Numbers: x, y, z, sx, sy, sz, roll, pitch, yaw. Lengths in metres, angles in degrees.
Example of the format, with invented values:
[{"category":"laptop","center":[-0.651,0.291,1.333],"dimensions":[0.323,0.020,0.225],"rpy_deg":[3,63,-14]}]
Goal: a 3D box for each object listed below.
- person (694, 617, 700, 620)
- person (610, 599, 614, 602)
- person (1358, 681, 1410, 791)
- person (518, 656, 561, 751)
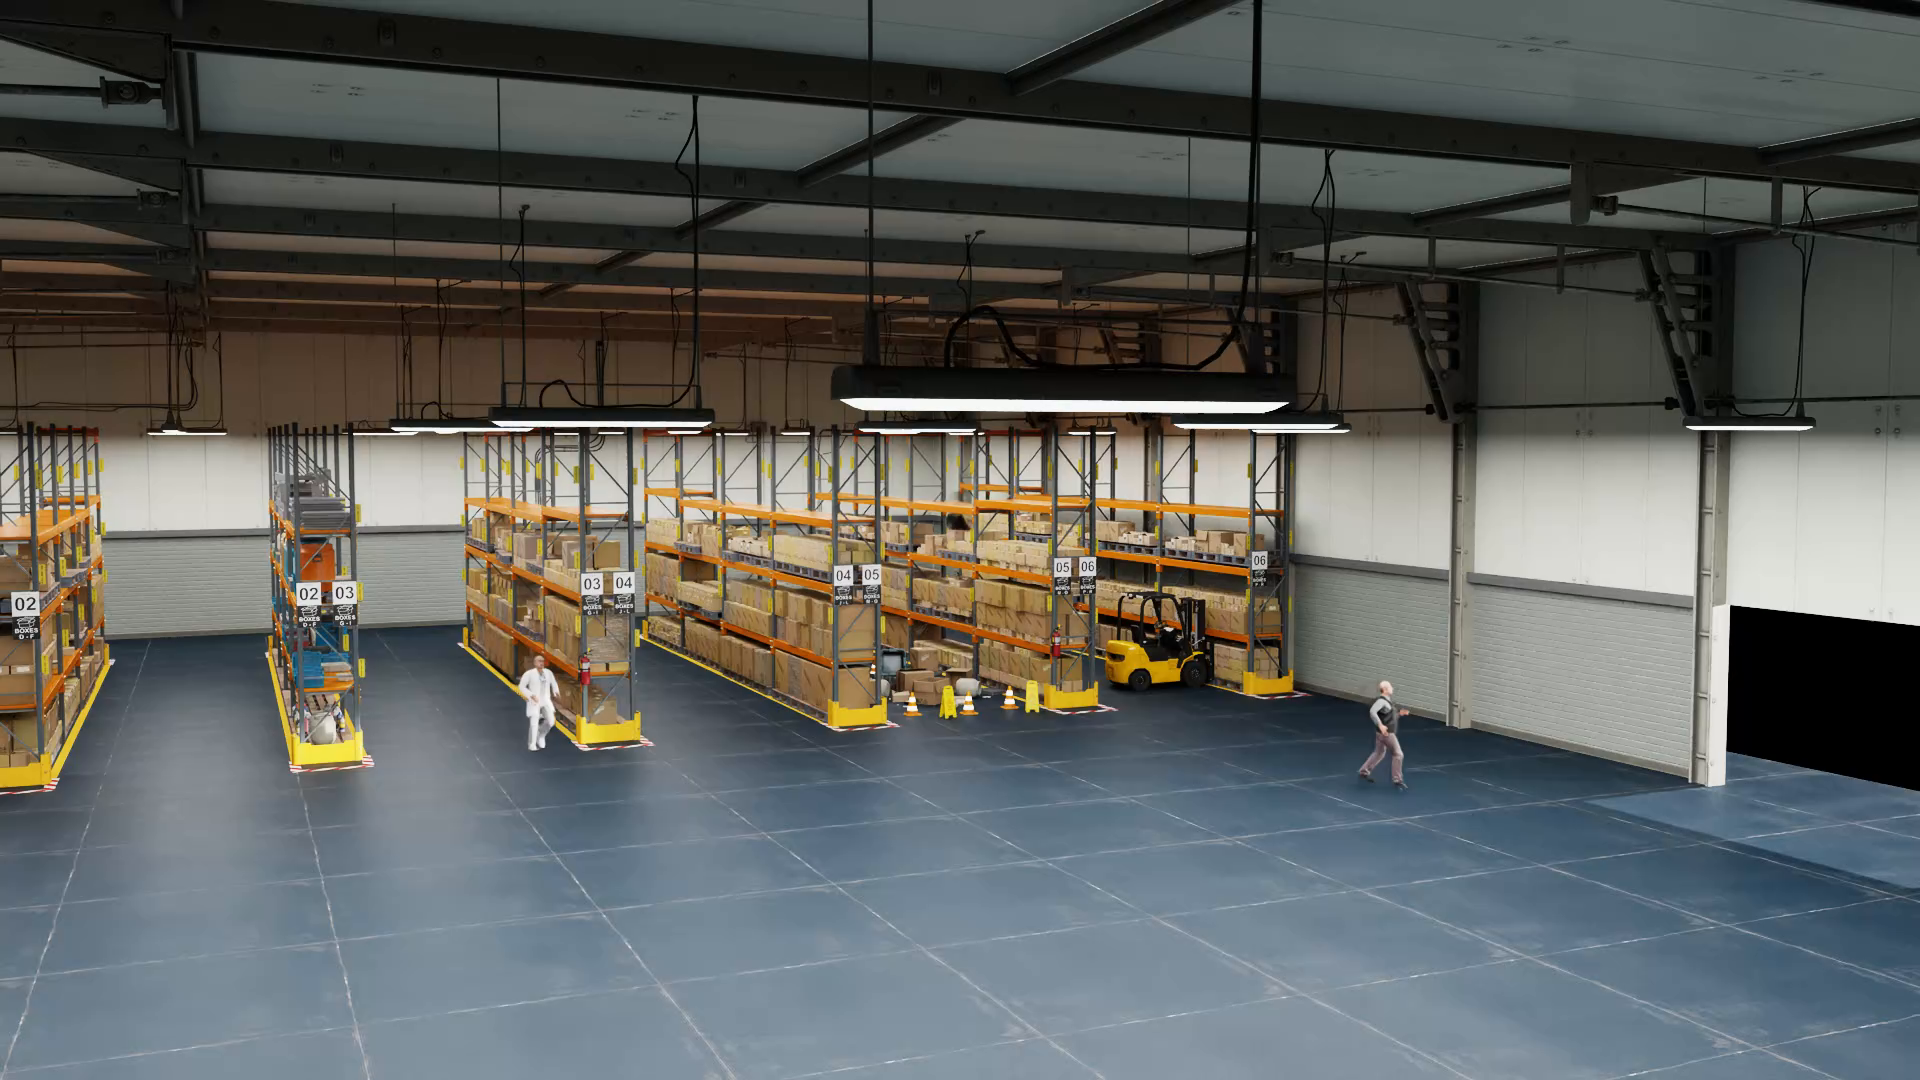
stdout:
[{"category":"person","center":[-7.828,1.883,49.147],"dimensions":[0.831,1.745,0.784],"rpy_deg":[2,4,30]},{"category":"person","center":[-9.285,2.154,45.087],"dimensions":[0.538,1.658,0.756],"rpy_deg":[-1,4,-23]},{"category":"person","center":[6.940,3.191,27.167],"dimensions":[0.825,1.771,0.633],"rpy_deg":[1,4,11]},{"category":"person","center":[-7.704,2.996,30.541],"dimensions":[0.776,1.728,0.555],"rpy_deg":[-3,4,-36]}]
